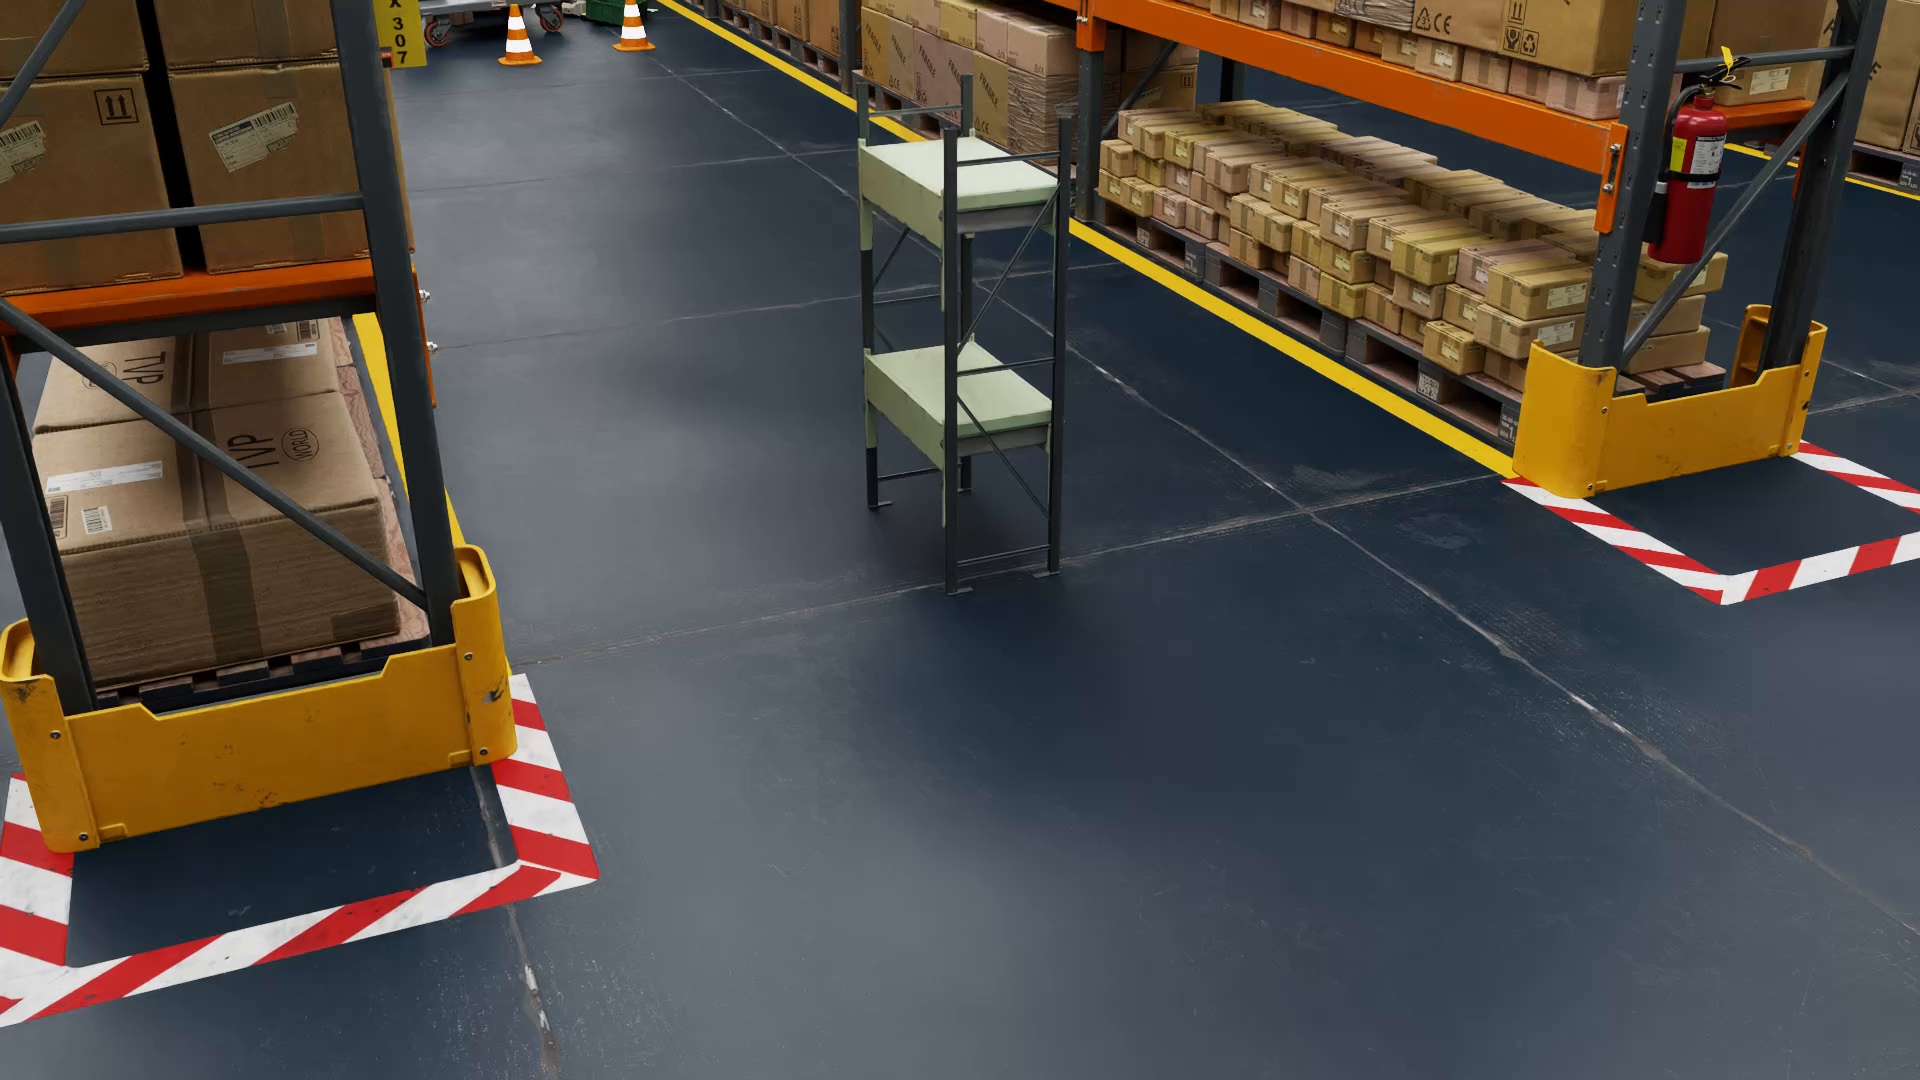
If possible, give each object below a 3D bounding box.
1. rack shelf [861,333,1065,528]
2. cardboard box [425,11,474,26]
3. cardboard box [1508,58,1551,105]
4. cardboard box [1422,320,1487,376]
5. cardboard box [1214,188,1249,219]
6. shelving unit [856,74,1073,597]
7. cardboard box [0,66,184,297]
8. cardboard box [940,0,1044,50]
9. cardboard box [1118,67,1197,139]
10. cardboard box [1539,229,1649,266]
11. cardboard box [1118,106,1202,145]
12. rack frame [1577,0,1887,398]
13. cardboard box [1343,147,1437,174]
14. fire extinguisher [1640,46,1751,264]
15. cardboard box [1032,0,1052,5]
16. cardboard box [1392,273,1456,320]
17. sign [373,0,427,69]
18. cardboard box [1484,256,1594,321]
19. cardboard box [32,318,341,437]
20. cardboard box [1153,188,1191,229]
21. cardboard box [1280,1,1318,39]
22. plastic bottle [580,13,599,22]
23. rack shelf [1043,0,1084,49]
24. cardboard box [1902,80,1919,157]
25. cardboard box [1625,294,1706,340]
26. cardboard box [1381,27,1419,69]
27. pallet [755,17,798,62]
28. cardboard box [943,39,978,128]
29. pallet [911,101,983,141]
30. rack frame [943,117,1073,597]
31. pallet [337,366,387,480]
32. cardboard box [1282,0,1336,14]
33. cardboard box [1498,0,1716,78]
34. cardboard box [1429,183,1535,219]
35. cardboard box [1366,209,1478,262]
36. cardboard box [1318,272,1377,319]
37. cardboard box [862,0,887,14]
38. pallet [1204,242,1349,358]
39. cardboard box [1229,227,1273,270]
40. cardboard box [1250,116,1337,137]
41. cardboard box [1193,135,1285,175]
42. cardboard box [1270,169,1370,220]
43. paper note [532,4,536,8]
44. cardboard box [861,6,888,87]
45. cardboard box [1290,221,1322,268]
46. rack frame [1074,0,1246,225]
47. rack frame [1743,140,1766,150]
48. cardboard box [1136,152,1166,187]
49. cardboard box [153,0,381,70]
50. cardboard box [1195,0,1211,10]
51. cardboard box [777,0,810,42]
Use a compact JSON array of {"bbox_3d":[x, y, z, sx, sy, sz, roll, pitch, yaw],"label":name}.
[{"bbox_3d":[-0.003,-0.384,5.569,0.431,0.370,0.720,-11,28,-21],"label":"rack shelf"},{"bbox_3d":[-4.856,-5.049,15.788,0.396,0.266,0.258,13,29,24],"label":"cardboard box"},{"bbox_3d":[2.253,-1.704,6.107,0.380,0.149,0.250,-11,28,-21],"label":"cardboard box"},{"bbox_3d":[2.111,-0.797,6.735,0.380,0.149,0.250,-10,28,-19],"label":"cardboard box"},{"bbox_3d":[1.484,-1.678,8.200,0.380,0.149,0.250,-9,28,-18],"label":"cardboard box"},{"bbox_3d":[-0.003,-0.677,5.426,0.431,1.500,0.755,-11,28,-21],"label":"shelving unit"},{"bbox_3d":[-2.244,-0.930,4.121,0.500,0.500,0.500,-10,28,-20],"label":"cardboard box"},{"bbox_3d":[0.203,-3.322,10.651,0.500,0.250,0.500,-12,28,-23],"label":"cardboard box"},{"bbox_3d":[1.091,-2.651,10.131,0.500,0.500,0.500,-9,28,-19],"label":"cardboard box"},{"bbox_3d":[2.592,-1.162,6.804,0.380,0.149,0.250,-10,28,-20],"label":"cardboard box"},{"bbox_3d":[1.081,-2.242,9.015,0.380,0.149,0.250,-9,28,-19],"label":"cardboard box"},{"bbox_3d":[2.703,-1.627,5.663,1.000,3.000,0.127,-11,28,-21],"label":"rack frame"},{"bbox_3d":[2.094,-1.804,8.118,0.380,0.149,0.250,-12,28,-22],"label":"cardboard box"},{"bbox_3d":[2.377,-1.243,5.391,0.296,0.674,0.183,-11,28,-21],"label":"fire extinguisher"},{"bbox_3d":[0.684,-3.409,10.829,0.500,0.250,0.500,-9,28,-19],"label":"cardboard box"},{"bbox_3d":[2.029,-1.041,6.896,0.380,0.149,0.250,-12,28,-23],"label":"cardboard box"},{"bbox_3d":[-1.299,-1.253,3.820,0.100,0.325,0.005,-11,28,-21],"label":"sign"},{"bbox_3d":[2.263,-0.972,6.414,0.380,0.149,0.250,-10,28,-20],"label":"cardboard box"},{"bbox_3d":[-2.529,-0.390,5.572,0.875,0.438,0.875,-10,28,-19],"label":"cardboard box"},{"bbox_3d":[1.233,-1.748,8.682,0.380,0.149,0.250,-11,28,-21],"label":"cardboard box"},{"bbox_3d":[1.655,-2.334,7.399,0.380,0.149,0.250,-9,28,-19],"label":"cardboard box"},{"bbox_3d":[-3.493,-5.003,15.927,0.283,0.061,0.133,18,31,33],"label":"plastic bottle"},{"bbox_3d":[0.353,-3.726,10.782,1.077,0.370,4.000,-11,28,-21],"label":"rack shelf"},{"bbox_3d":[6.277,-2.643,9.688,0.875,0.875,0.875,-11,28,-21],"label":"cardboard box"},{"bbox_3d":[2.734,-0.924,6.654,0.380,0.149,0.250,-9,28,-18],"label":"cardboard box"},{"bbox_3d":[1.943,-2.013,6.740,0.380,0.149,0.250,-12,28,-23],"label":"cardboard box"},{"bbox_3d":[-1.143,-4.426,14.575,1.003,0.211,1.213,-11,28,-21],"label":"pallet"},{"bbox_3d":[0.218,-2.977,10.800,0.500,0.500,0.500,-11,28,-22],"label":"cardboard box"},{"bbox_3d":[0.349,-2.796,11.235,1.003,0.211,1.213,-11,28,-21],"label":"pallet"},{"bbox_3d":[0.141,-0.529,5.124,0.400,1.500,0.023,-11,28,-21],"label":"rack frame"},{"bbox_3d":[-2.671,-0.283,6.090,1.003,0.211,1.213,-11,28,-21],"label":"pallet"},{"bbox_3d":[1.700,-2.557,7.116,0.500,0.500,0.500,-9,27,-18],"label":"cardboard box"},{"bbox_3d":[2.290,-1.942,5.857,0.500,0.500,0.500,-10,28,-20],"label":"cardboard box"},{"bbox_3d":[2.338,-1.485,7.466,0.380,0.149,0.250,-9,28,-19],"label":"cardboard box"},{"bbox_3d":[1.956,-1.281,7.048,0.380,0.149,0.250,-12,28,-23],"label":"cardboard box"},{"bbox_3d":[1.821,-1.108,7.372,0.380,0.149,0.250,-12,28,-23],"label":"cardboard box"},{"bbox_3d":[-0.383,-3.939,11.914,0.500,0.250,0.500,-12,28,-23],"label":"cardboard box"},{"bbox_3d":[1.914,-1.230,8.029,1.003,0.211,1.213,-11,28,-21],"label":"pallet"},{"bbox_3d":[1.529,-1.430,8.031,0.380,0.149,0.250,-11,28,-22],"label":"cardboard box"},{"bbox_3d":[1.756,-2.122,8.770,0.380,0.149,0.250,-11,28,-21],"label":"cardboard box"},{"bbox_3d":[1.402,-1.925,8.367,0.380,0.149,0.250,-11,28,-22],"label":"cardboard box"},{"bbox_3d":[1.669,-1.606,7.714,0.380,0.149,0.250,-10,28,-20],"label":"cardboard box"},{"bbox_3d":[-4.212,-5.367,16.717,0.172,0.023,0.155,-1,26,-3],"label":"paper note"},{"bbox_3d":[-0.387,-3.592,12.059,0.500,0.500,0.500,-12,28,-23],"label":"cardboard box"},{"bbox_3d":[1.731,-1.355,7.538,0.380,0.149,0.250,-9,27,-18],"label":"cardboard box"},{"bbox_3d":[1.137,-3.241,8.970,1.000,3.000,0.127,-11,28,-21],"label":"rack frame"},{"bbox_3d":[5.740,-4.053,10.632,1.000,3.000,0.127,-11,28,-21],"label":"rack frame"},{"bbox_3d":[1.166,-1.995,8.848,0.380,0.149,0.250,-10,28,-20],"label":"cardboard box"},{"bbox_3d":[-1.738,-1.472,4.093,0.500,0.500,0.500,-11,28,-22],"label":"cardboard box"},{"bbox_3d":[1.370,-2.657,8.060,0.380,0.149,0.250,-12,28,-23],"label":"cardboard box"},{"bbox_3d":[-0.931,-4.648,13.936,1.050,0.750,0.750,-10,28,-20],"label":"cardboard box"}]
